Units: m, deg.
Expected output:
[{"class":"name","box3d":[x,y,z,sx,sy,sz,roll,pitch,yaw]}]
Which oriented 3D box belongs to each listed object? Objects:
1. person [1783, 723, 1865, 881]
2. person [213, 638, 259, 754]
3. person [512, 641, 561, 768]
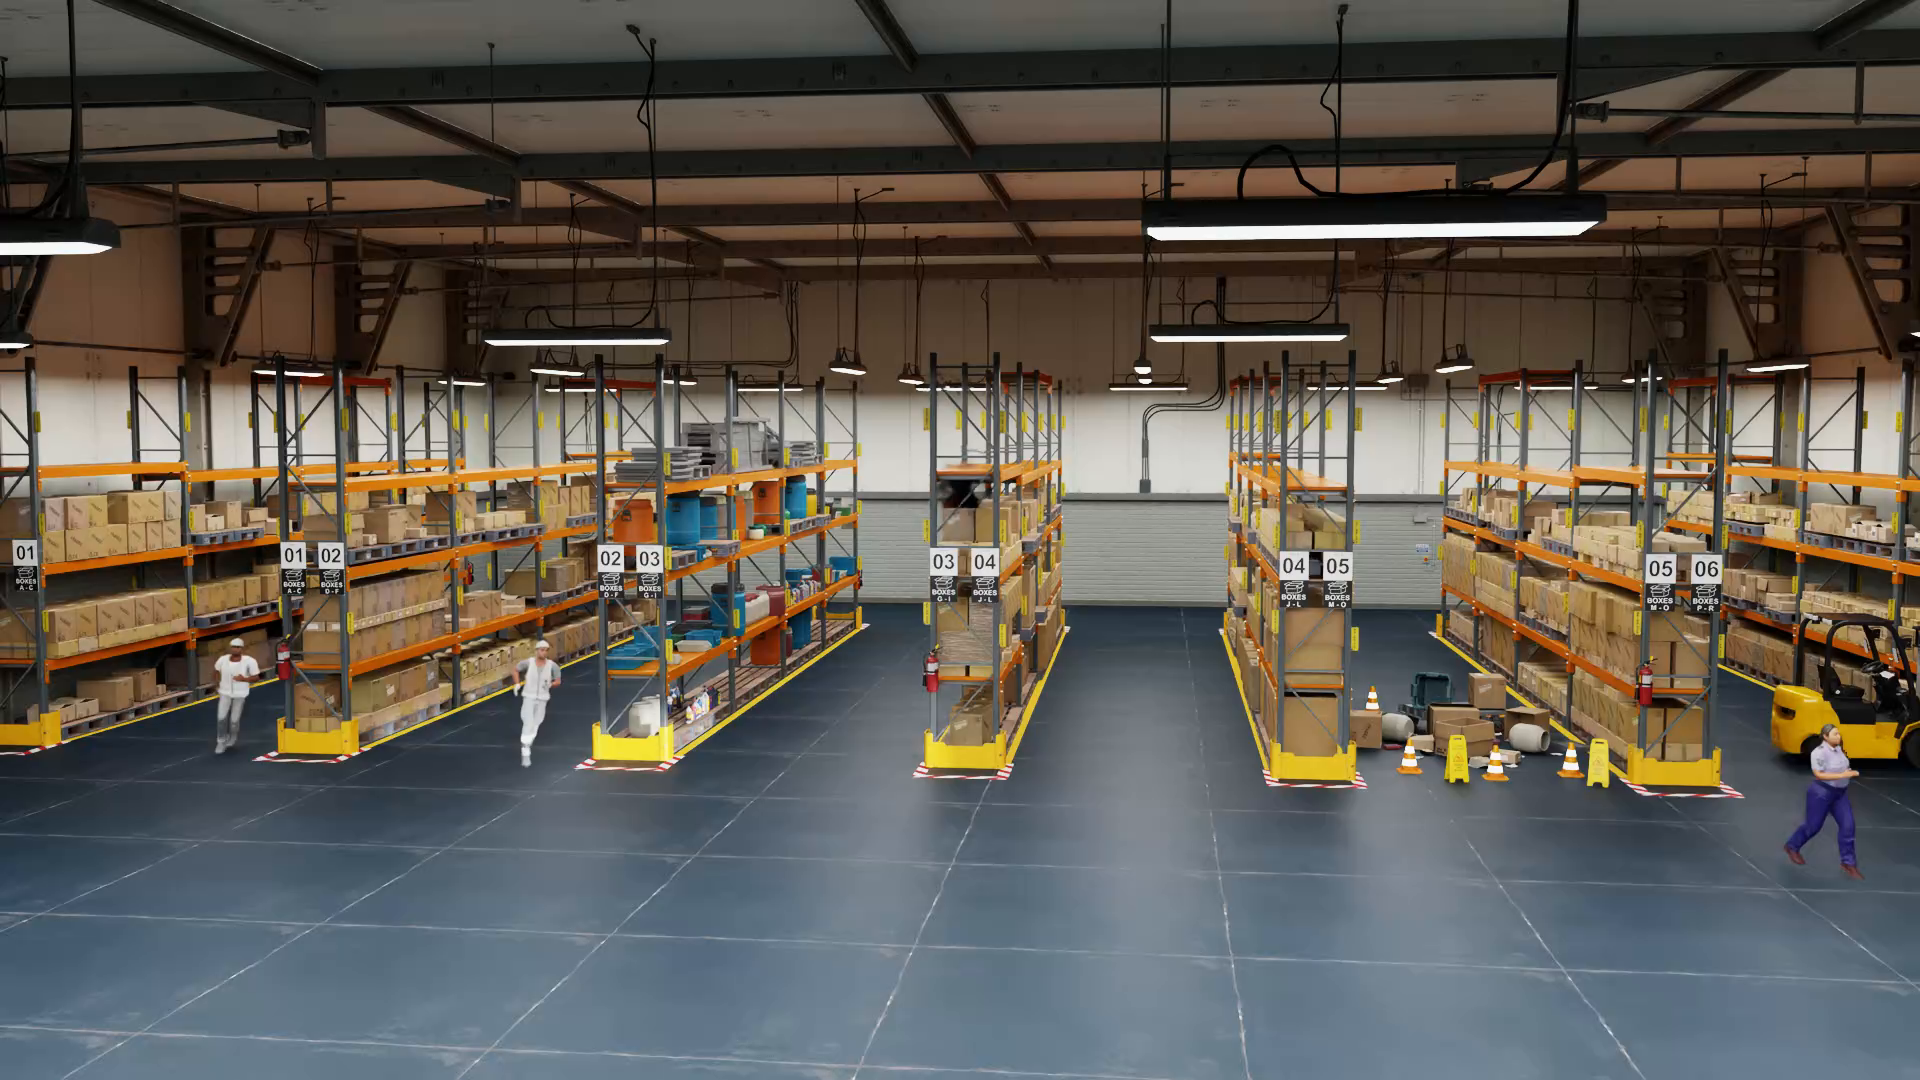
[{"class":"person","box3d":[9.611,2.872,18.458,0.591,1.695,0.866,-2,4,-26]},{"class":"person","box3d":[-11.016,2.365,25.323,0.675,1.776,0.686,-1,4,-17]},{"class":"person","box3d":[-6.243,2.378,24.588,0.673,1.799,0.888,-2,4,-25]}]
